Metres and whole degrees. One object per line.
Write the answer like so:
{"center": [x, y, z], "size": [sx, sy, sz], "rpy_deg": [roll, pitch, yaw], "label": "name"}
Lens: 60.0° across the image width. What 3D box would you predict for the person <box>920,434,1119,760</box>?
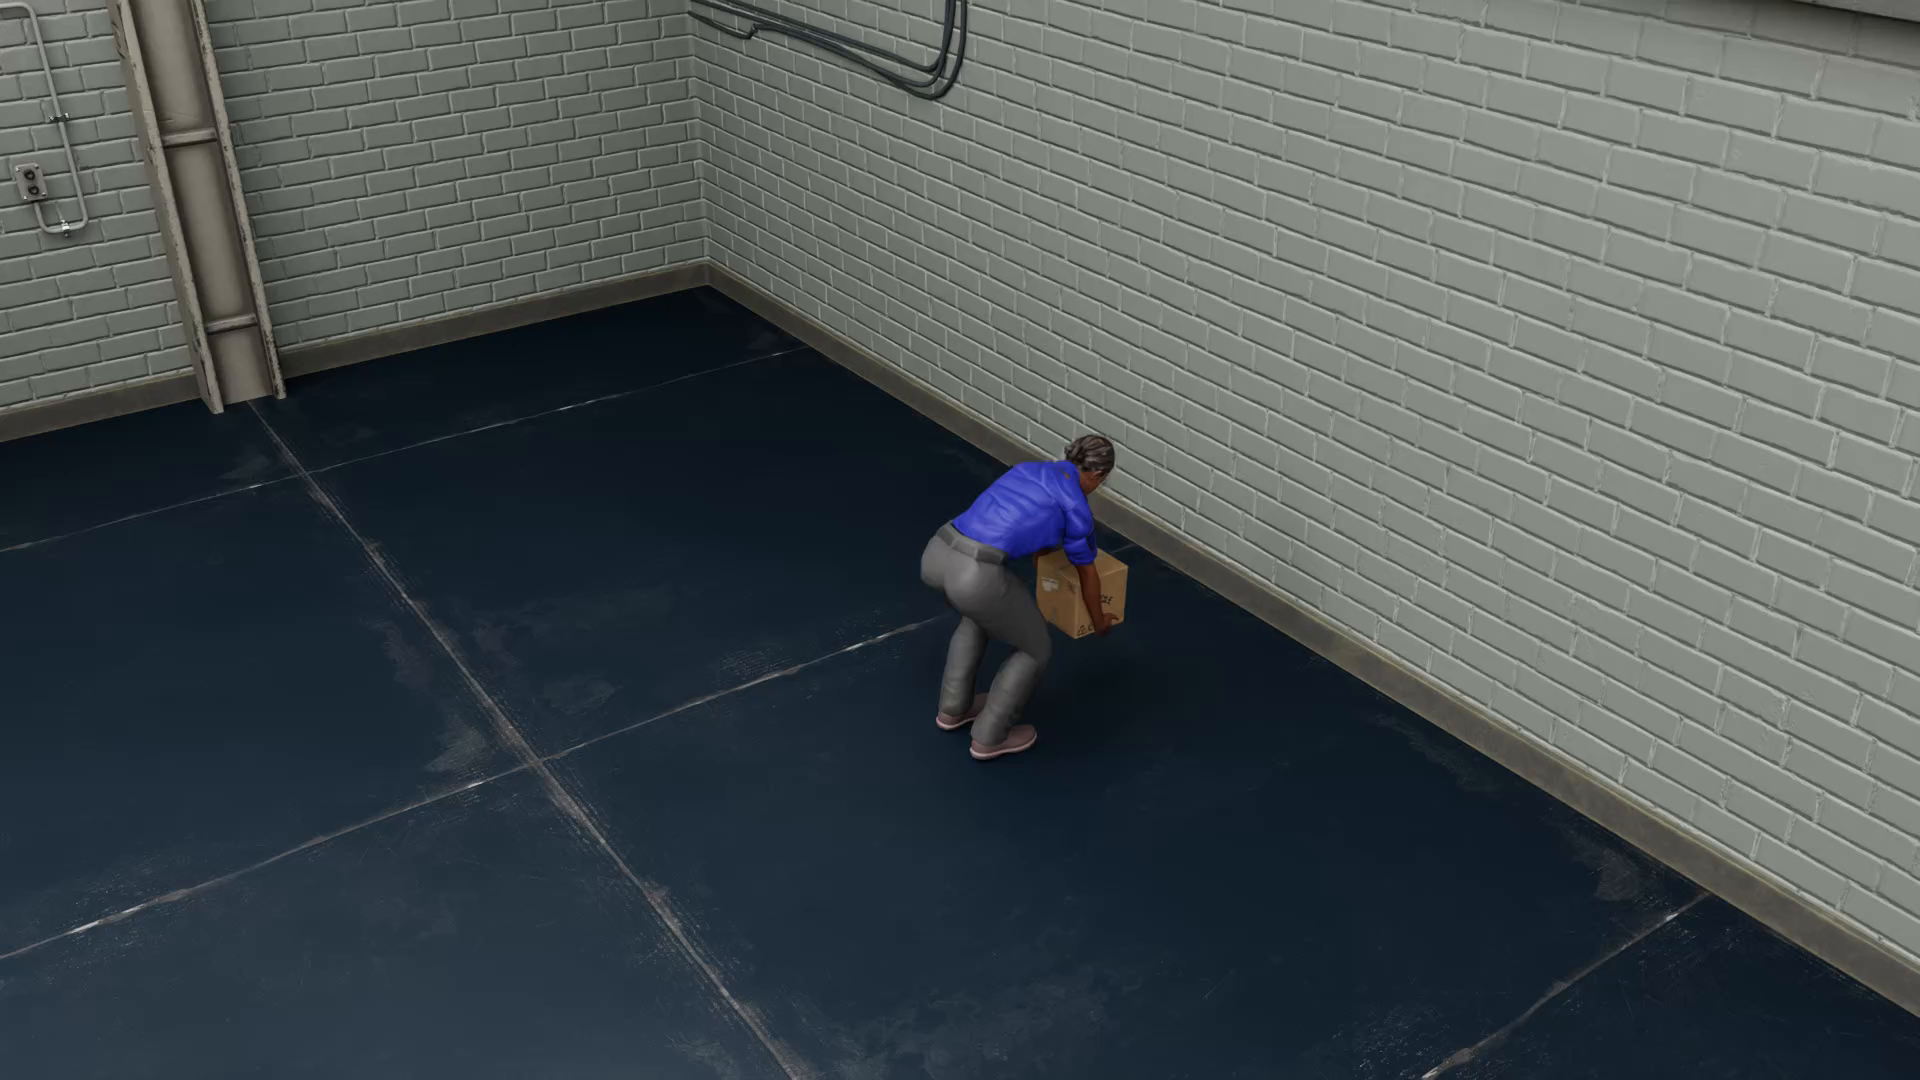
{"center": [0.244, 0.208, 6.312], "size": [0.847, 1.123, 0.446], "rpy_deg": [-21, 35, -33], "label": "person"}
